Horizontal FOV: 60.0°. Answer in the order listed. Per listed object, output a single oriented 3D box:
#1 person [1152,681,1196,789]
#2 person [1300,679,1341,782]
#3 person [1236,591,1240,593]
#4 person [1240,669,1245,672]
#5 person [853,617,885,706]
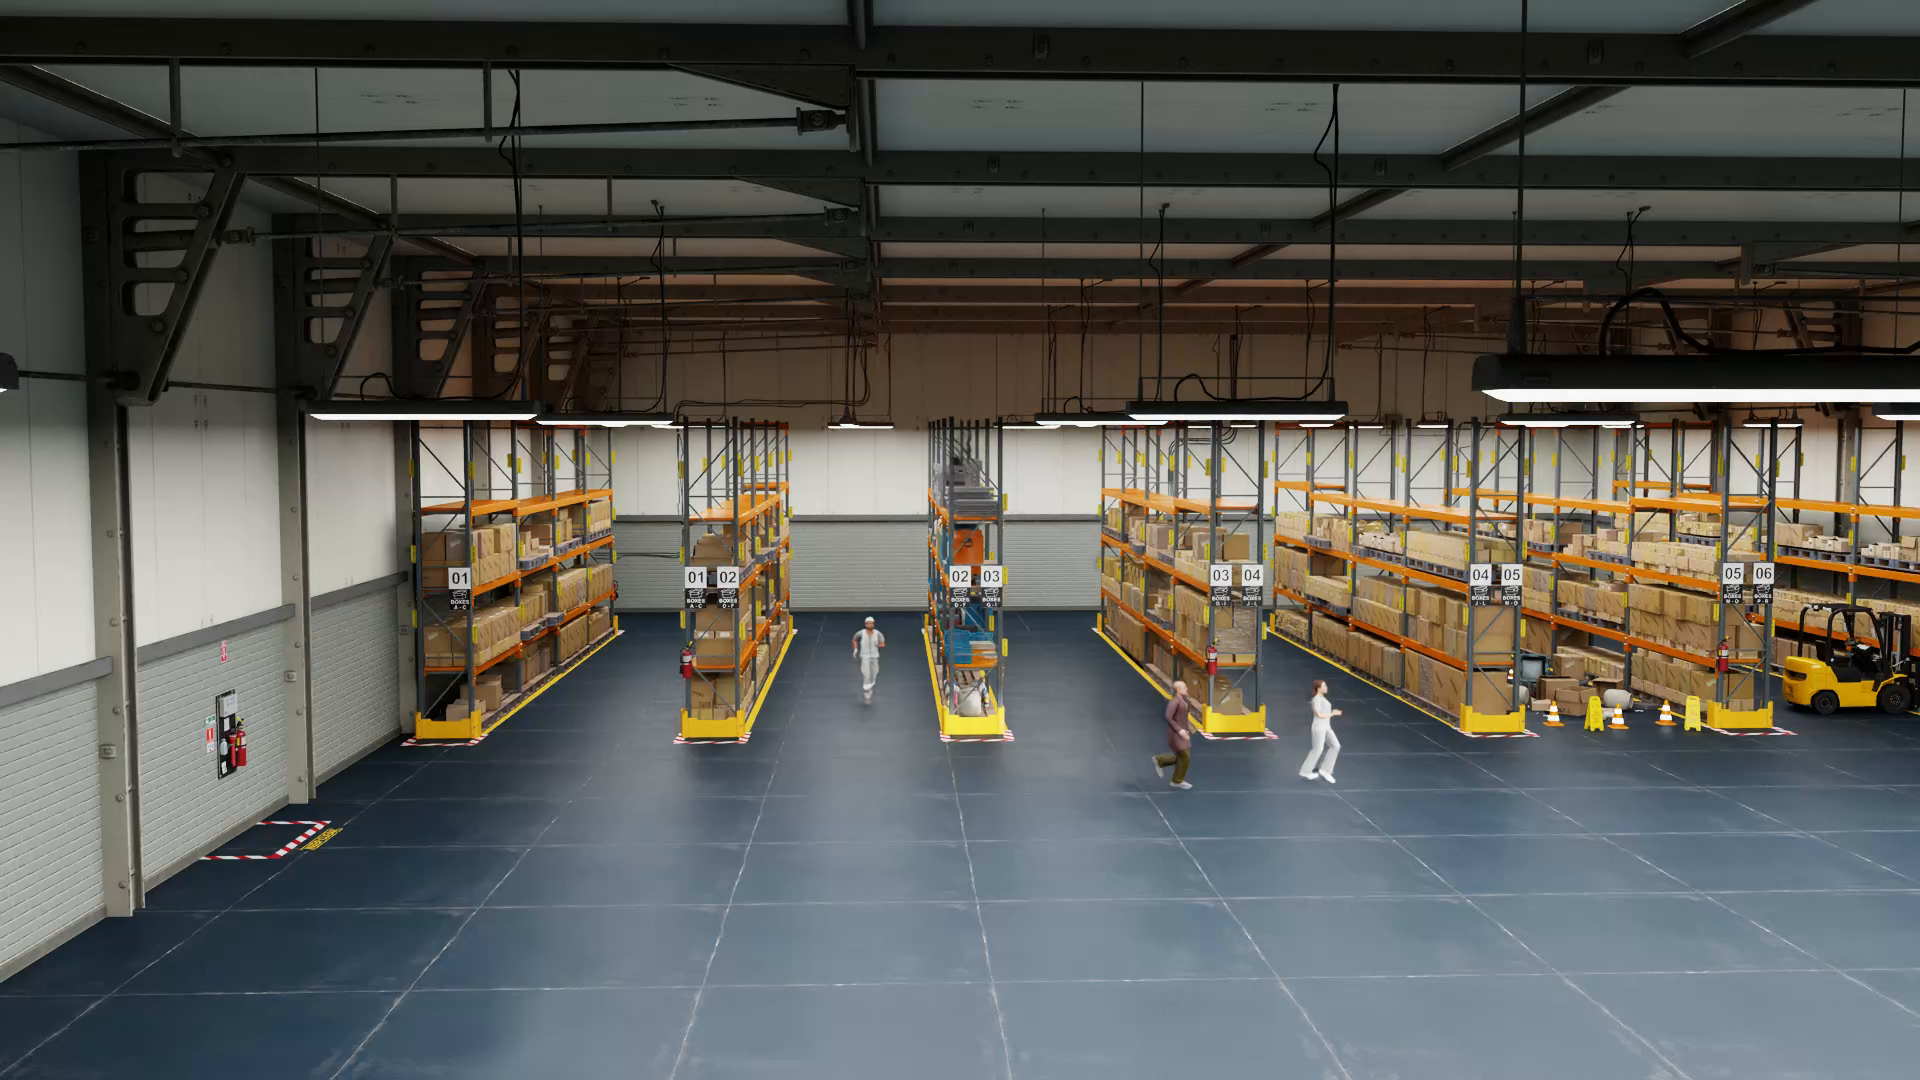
[{"bbox_3d":[3.442,3.122,26.740,0.621,1.731,0.694,1,4,19],"label":"person"},{"bbox_3d":[5.902,3.117,27.148,0.691,1.705,0.544,2,4,27],"label":"person"},{"bbox_3d":[7.698,1.775,47.903,0.654,1.649,0.515,3,5,39],"label":"person"},{"bbox_3d":[6.787,2.293,39.975,0.587,1.680,0.829,-1,4,-11],"label":"person"},{"bbox_3d":[-1.915,2.530,35.046,0.648,1.840,0.826,-1,4,-15],"label":"person"}]
